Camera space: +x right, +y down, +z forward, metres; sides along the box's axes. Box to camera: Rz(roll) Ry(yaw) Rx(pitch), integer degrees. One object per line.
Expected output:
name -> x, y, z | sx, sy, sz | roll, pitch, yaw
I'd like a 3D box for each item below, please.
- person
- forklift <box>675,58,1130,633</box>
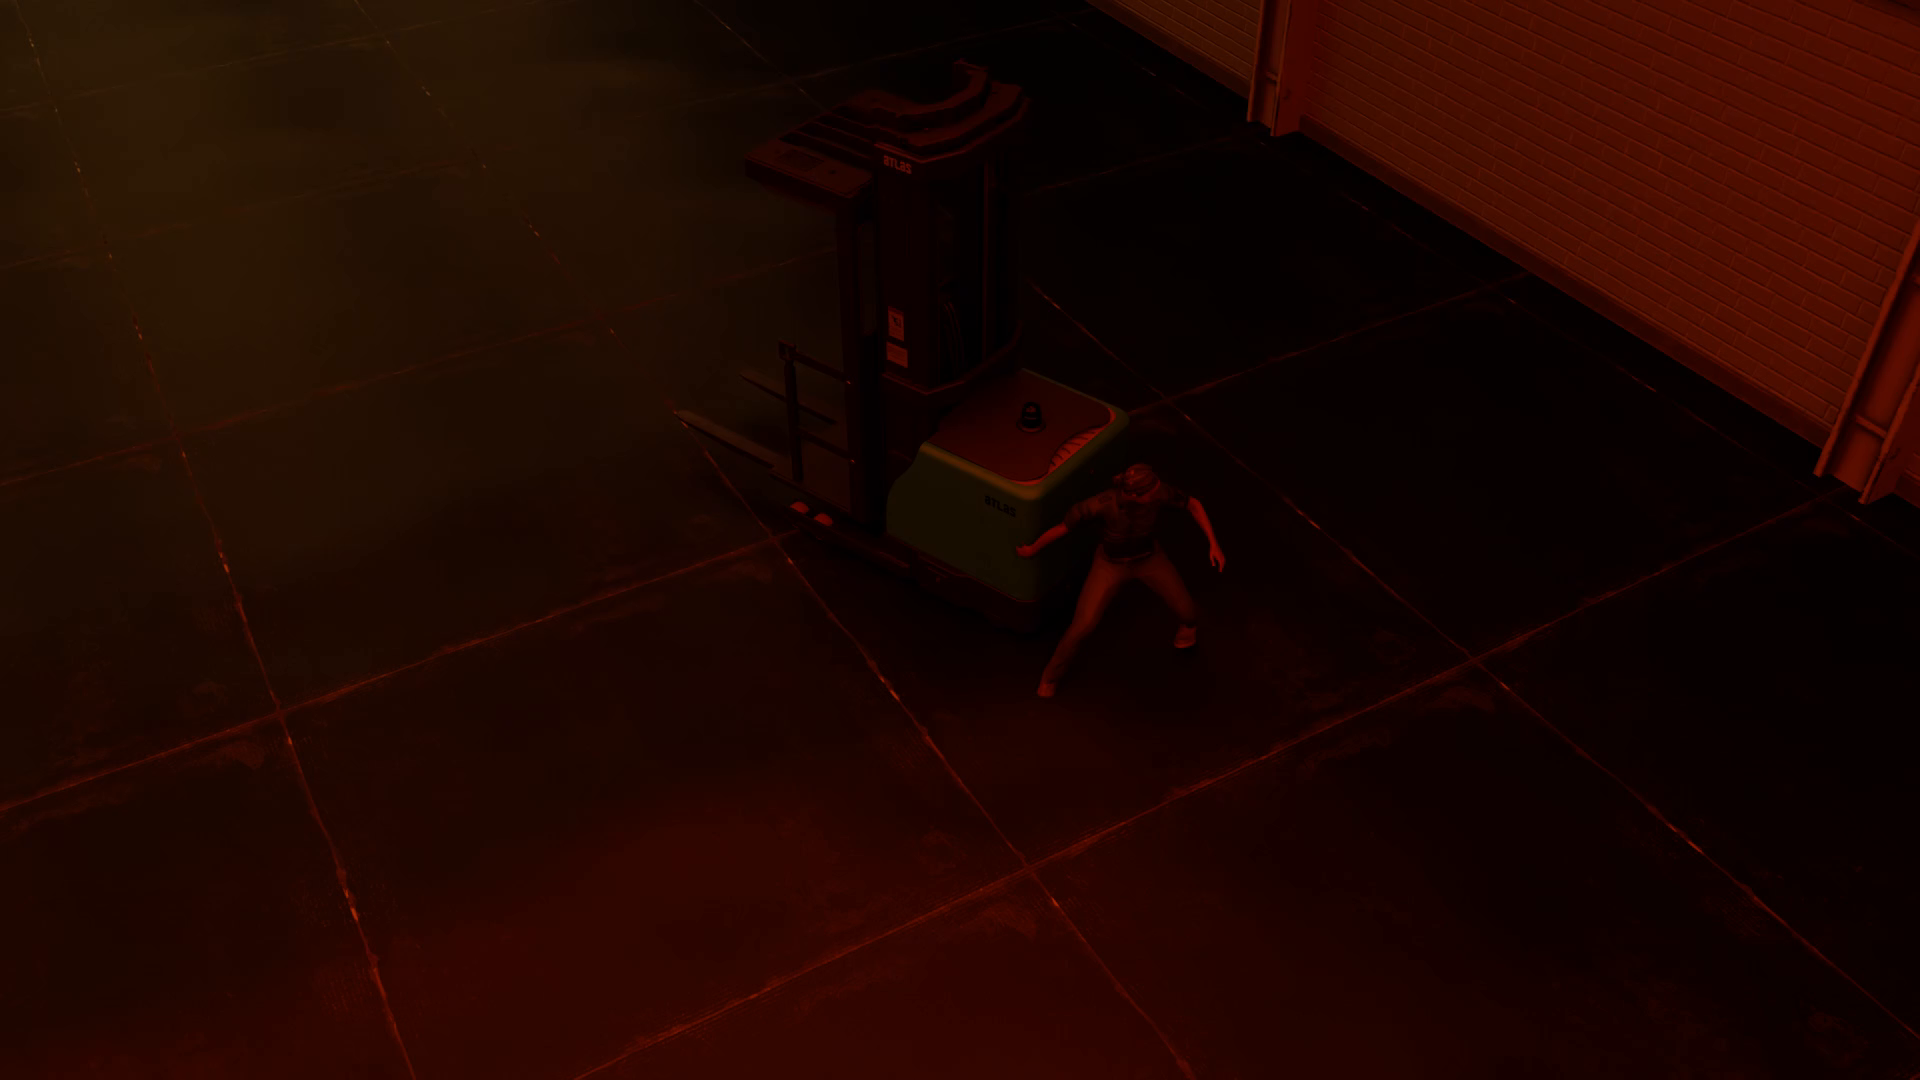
person -> 0.858, 0.178, 9.017 | 1.064, 1.589, 0.538 | -5, 40, -6
forklift -> -0.481, -1.366, 9.683 | 3.031, 2.935, 1.130 | 26, 46, 28
